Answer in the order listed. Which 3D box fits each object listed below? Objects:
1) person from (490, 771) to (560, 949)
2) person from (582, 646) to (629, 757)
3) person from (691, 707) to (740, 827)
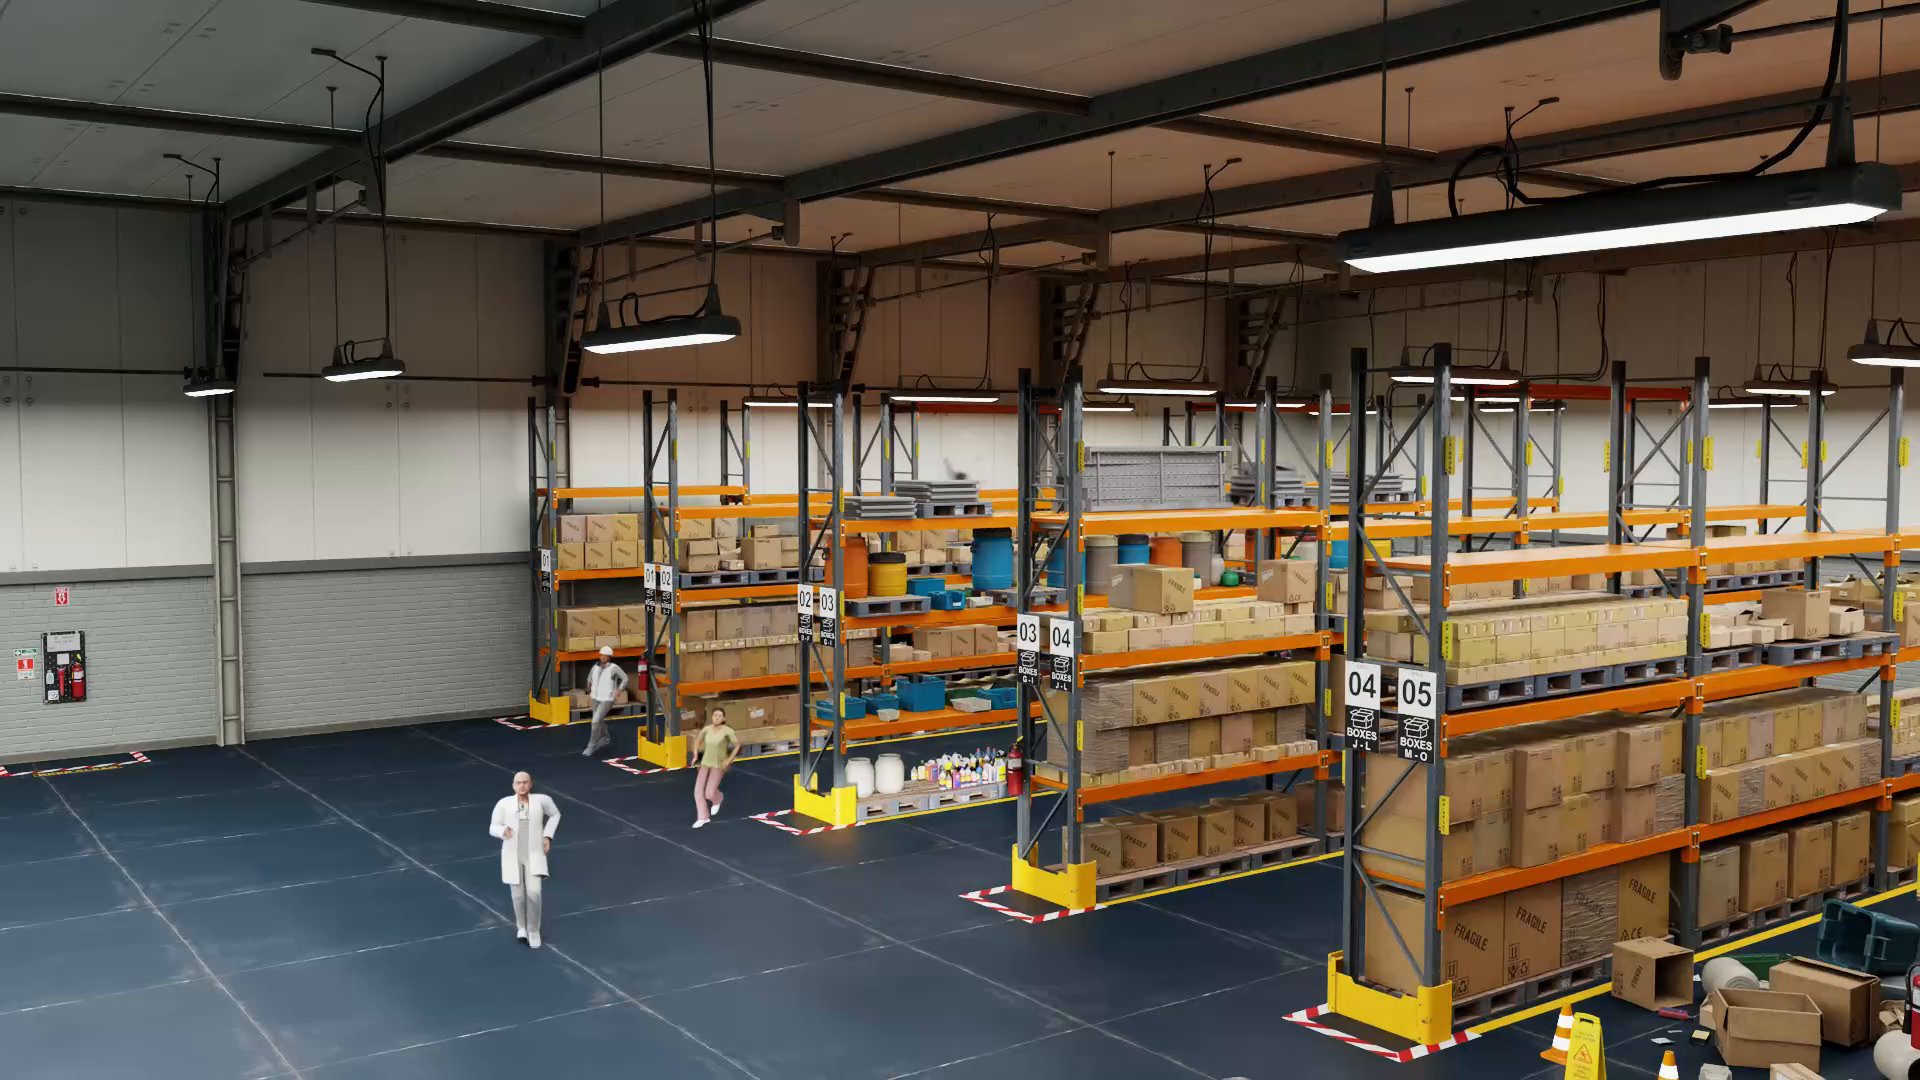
[{"bbox_3d":[-4.455,3.377,17.024,0.688,1.621,0.755,-1,3,-10],"label":"person"},{"bbox_3d":[-5.915,2.653,27.526,0.712,1.787,0.739,2,4,29],"label":"person"},{"bbox_3d":[-3.290,3.048,22.421,0.625,1.626,0.558,1,4,18],"label":"person"}]
